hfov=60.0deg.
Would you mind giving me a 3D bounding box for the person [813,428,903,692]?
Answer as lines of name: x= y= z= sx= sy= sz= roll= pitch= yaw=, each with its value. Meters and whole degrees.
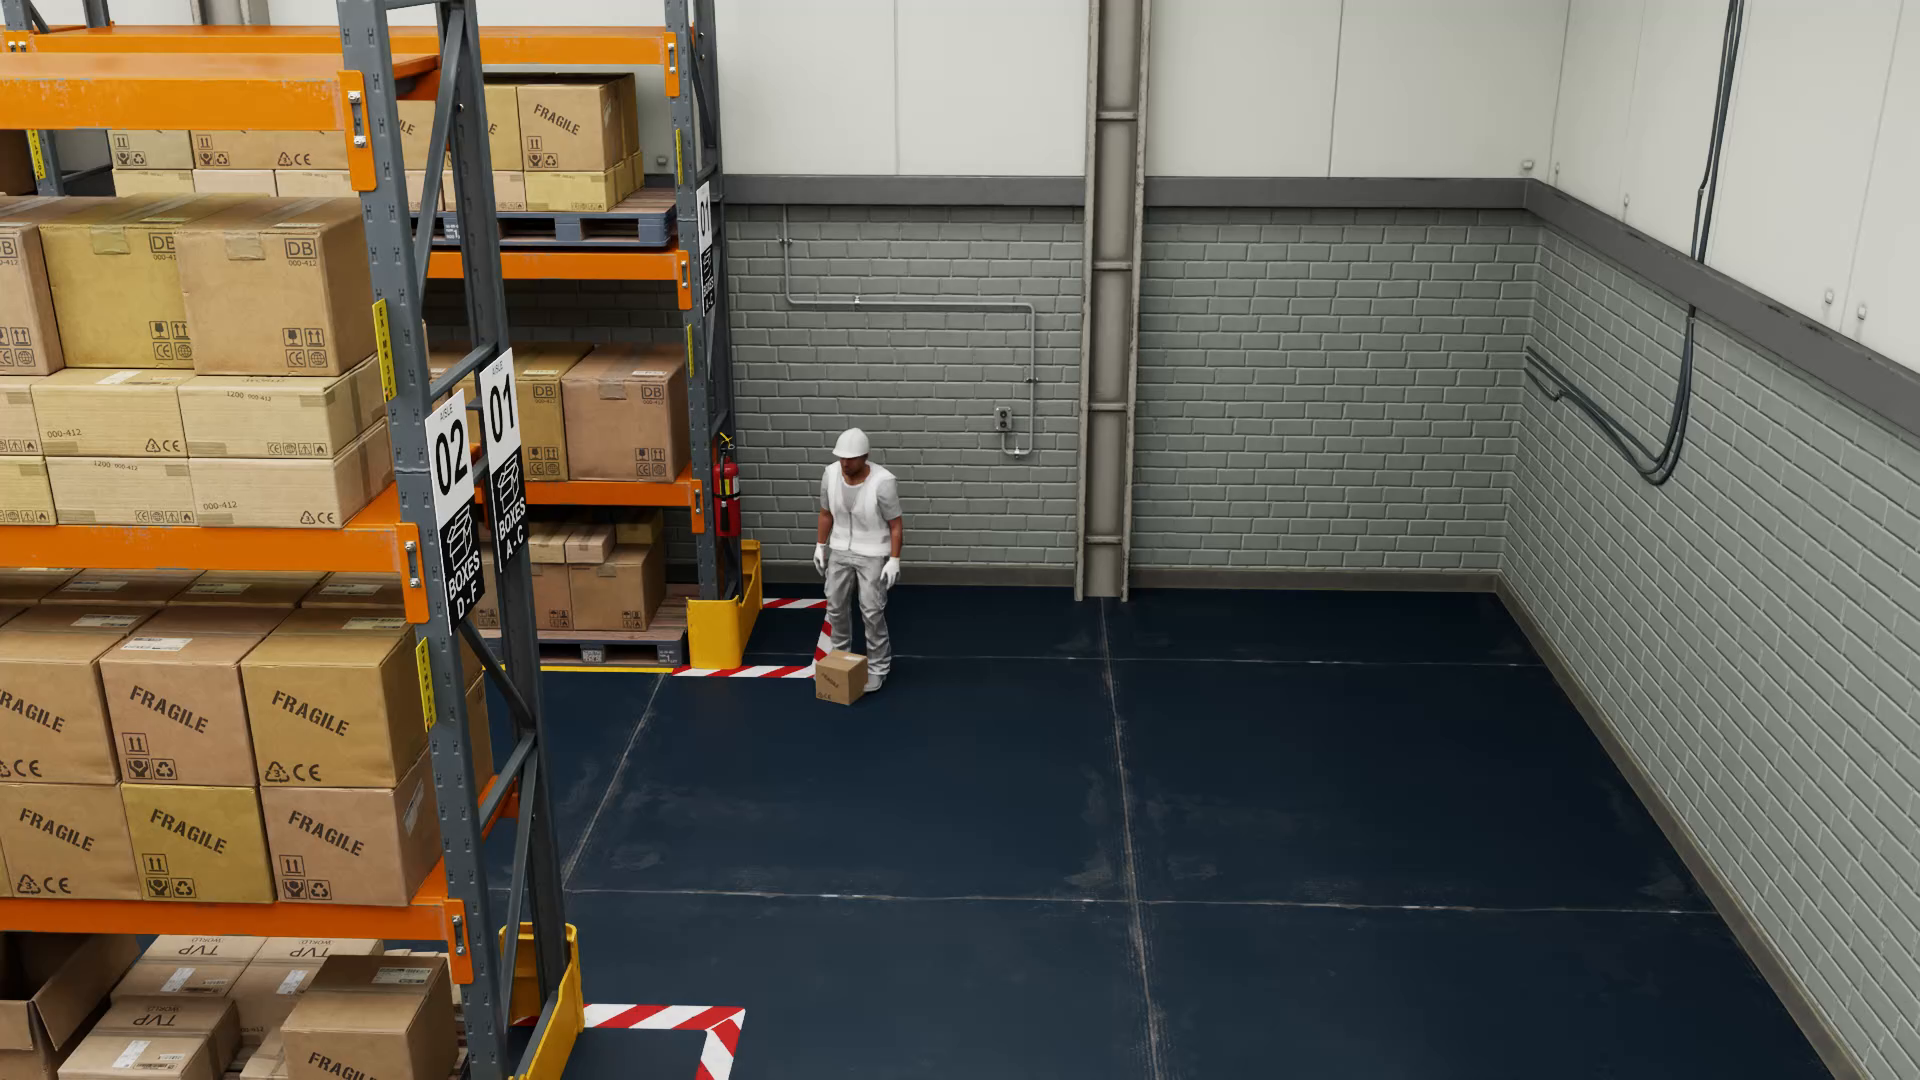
person: x=-0.666 y=0.111 z=10.770 sx=0.616 sy=1.772 sz=0.452 roll=10 pitch=23 yaw=25
